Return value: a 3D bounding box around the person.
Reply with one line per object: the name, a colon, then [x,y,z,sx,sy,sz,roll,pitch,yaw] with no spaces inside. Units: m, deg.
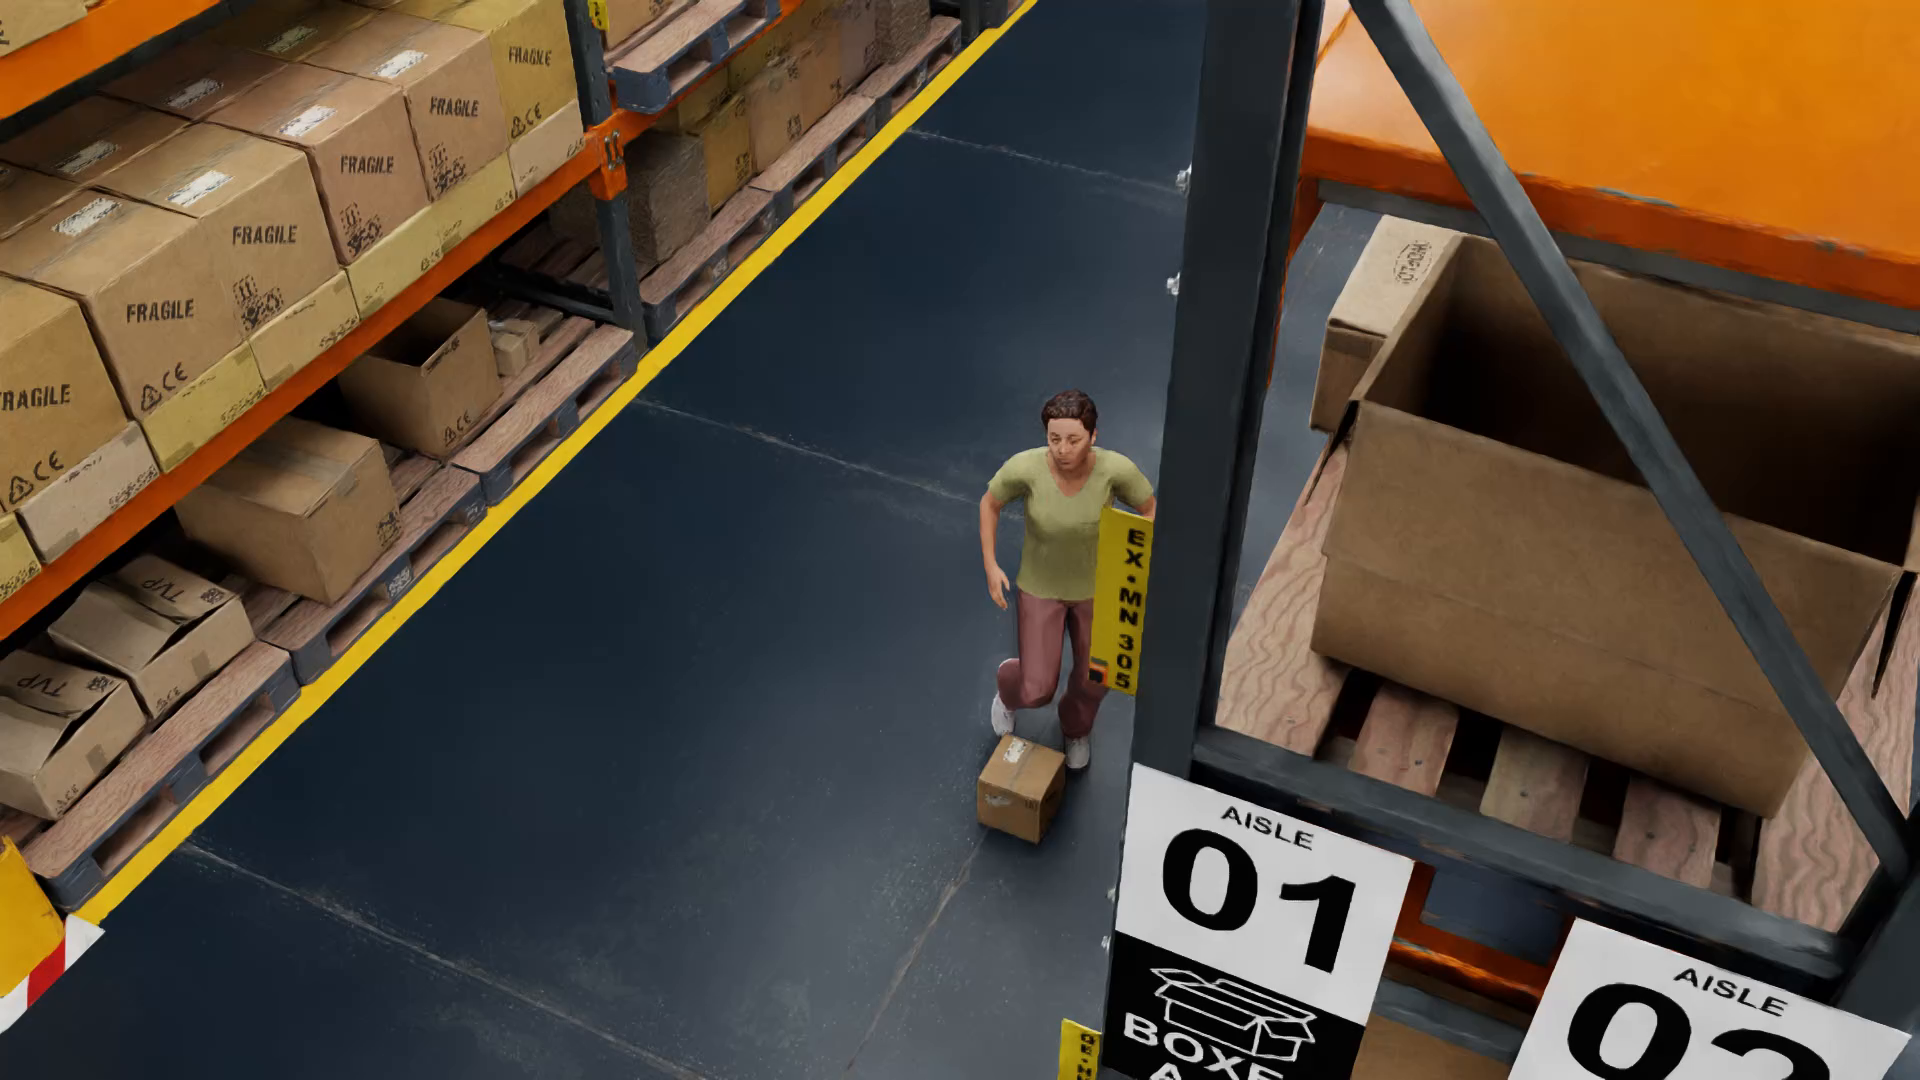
person: [0.401,0.199,5.985,0.636,1.622,0.475,-4,42,-5]
